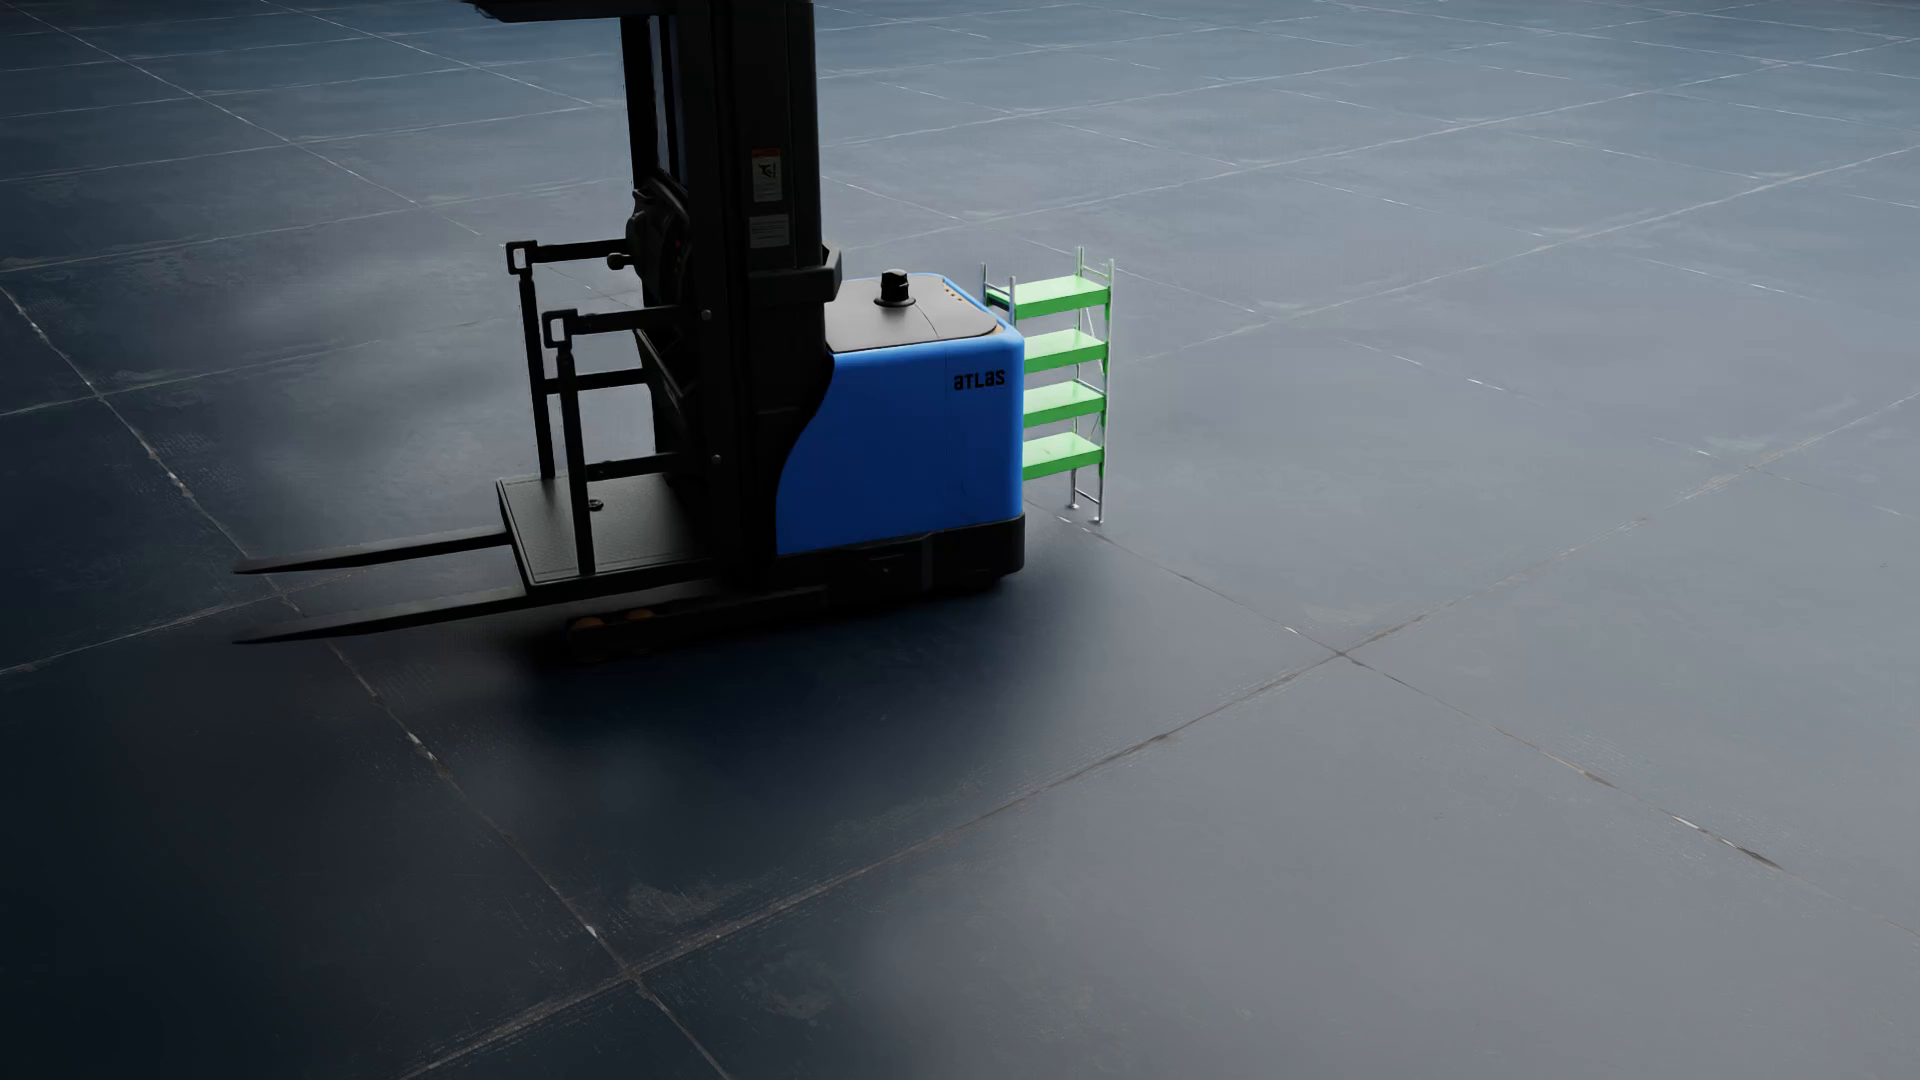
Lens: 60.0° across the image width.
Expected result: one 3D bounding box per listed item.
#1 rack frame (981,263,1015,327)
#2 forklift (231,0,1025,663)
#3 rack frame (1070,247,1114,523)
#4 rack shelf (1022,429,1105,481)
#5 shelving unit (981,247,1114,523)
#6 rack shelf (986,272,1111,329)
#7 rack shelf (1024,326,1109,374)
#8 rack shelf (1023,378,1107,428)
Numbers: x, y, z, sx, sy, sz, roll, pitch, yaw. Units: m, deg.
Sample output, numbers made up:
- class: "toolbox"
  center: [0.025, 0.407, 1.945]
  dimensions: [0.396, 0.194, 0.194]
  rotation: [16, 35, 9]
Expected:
- class: "rack frame"
  center: [0.154, -0.557, 7.024]
  dimensions: [0.015, 1.200, 0.240]
  rotation: [-14, 28, -28]
- class: "forklift"
  center: [-1.306, -1.120, 6.181]
  dimensions: [3.031, 2.935, 1.130]
  rotation: [-9, 26, -19]
- class: "rack frame"
  center: [0.571, -0.663, 7.254]
  dimensions: [0.015, 1.200, 0.240]
  rotation: [-14, 28, -28]
- class: "rack shelf"
  center: [0.363, -0.334, 7.267]
  dimensions: [0.480, 0.148, 0.258]
  rotation: [-14, 28, -28]
- class: "shelving unit"
  center: [0.363, -0.610, 7.139]
  dimensions: [0.503, 1.200, 0.258]
  rotation: [-14, 28, -28]
- class: "rack shelf"
  center: [0.363, -0.988, 6.964]
  dimensions: [0.480, 0.148, 0.258]
  rotation: [-14, 28, -28]
- class: "rack shelf"
  center: [0.363, -0.770, 7.065]
  dimensions: [0.480, 0.148, 0.258]
  rotation: [-14, 28, -28]
- class: "rack shelf"
  center: [0.363, -0.552, 7.166]
  dimensions: [0.480, 0.148, 0.258]
  rotation: [-14, 28, -28]
